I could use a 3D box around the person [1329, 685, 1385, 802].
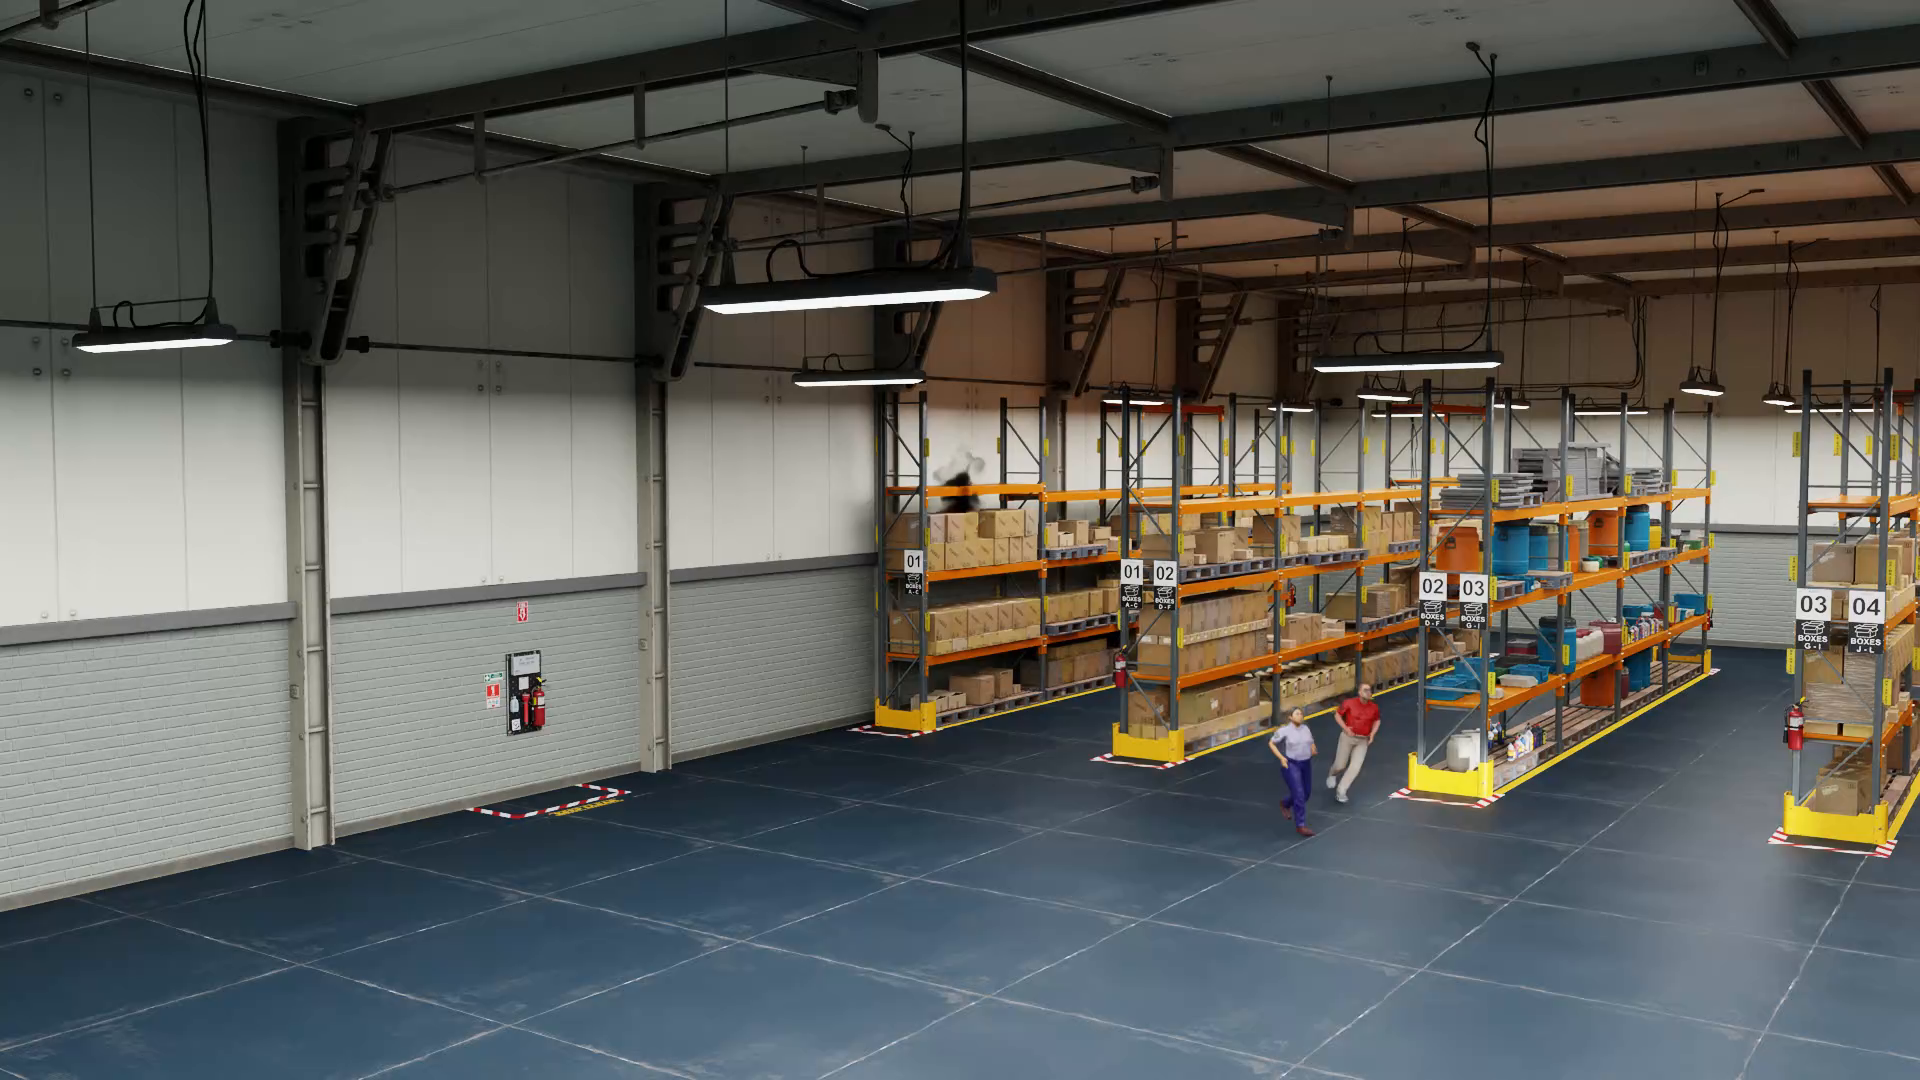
[{"bbox_3d":[5.701,2.873,23.757,0.728,1.644,0.645,0,3,-1],"label":"person"}]

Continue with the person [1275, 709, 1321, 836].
[{"bbox_3d":[4.407,3.004,21.649,0.614,1.588,0.716,-2,4,-26],"label":"person"}]
